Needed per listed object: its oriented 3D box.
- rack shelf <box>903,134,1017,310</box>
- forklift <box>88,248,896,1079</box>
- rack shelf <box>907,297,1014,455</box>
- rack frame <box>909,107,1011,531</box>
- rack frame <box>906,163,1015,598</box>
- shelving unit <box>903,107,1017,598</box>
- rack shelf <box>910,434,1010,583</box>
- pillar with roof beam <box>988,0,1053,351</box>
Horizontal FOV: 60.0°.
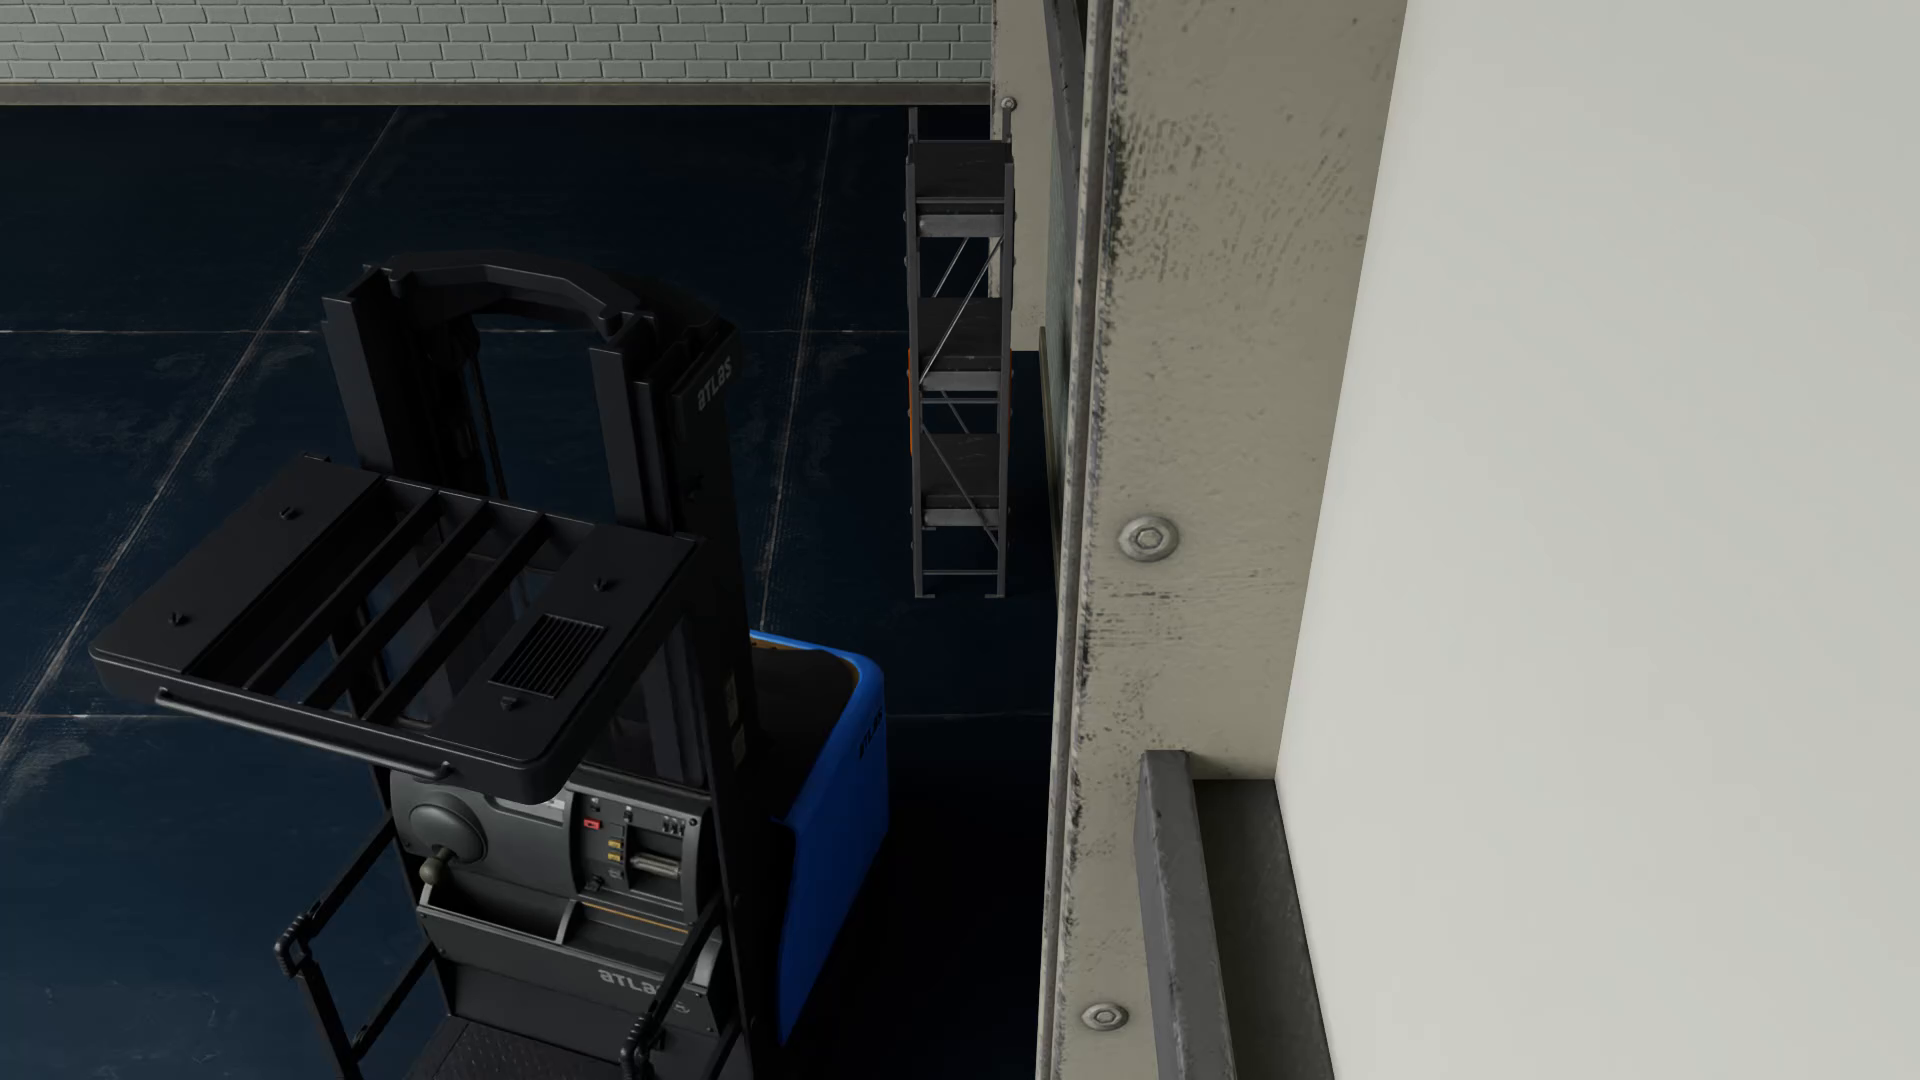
[{"bbox_3d":[0.000,-1.251,6.535,0.431,0.518,0.480,0,39,0],"label":"rack shelf"},{"bbox_3d":[-1.184,0.869,4.321,1.130,2.935,3.031,12,40,14],"label":"forklift"},{"bbox_3d":[0.000,-0.705,6.973,0.431,0.518,0.480,0,39,0],"label":"rack shelf"},{"bbox_3d":[0.000,-0.868,7.155,0.400,2.100,0.015,0,39,0],"label":"rack frame"},{"bbox_3d":[0.000,-0.563,6.774,0.400,2.100,0.015,0,39,0],"label":"rack frame"},{"bbox_3d":[0.000,-0.716,6.964,0.431,2.100,0.503,0,39,0],"label":"shelving unit"},{"bbox_3d":[0.000,-0.159,7.410,0.431,0.518,0.480,0,39,0],"label":"rack shelf"},{"bbox_3d":[-3.994,-4.662,6.372,9.100,9.000,0.400,0,39,0],"label":"pillar with roof beam"}]
